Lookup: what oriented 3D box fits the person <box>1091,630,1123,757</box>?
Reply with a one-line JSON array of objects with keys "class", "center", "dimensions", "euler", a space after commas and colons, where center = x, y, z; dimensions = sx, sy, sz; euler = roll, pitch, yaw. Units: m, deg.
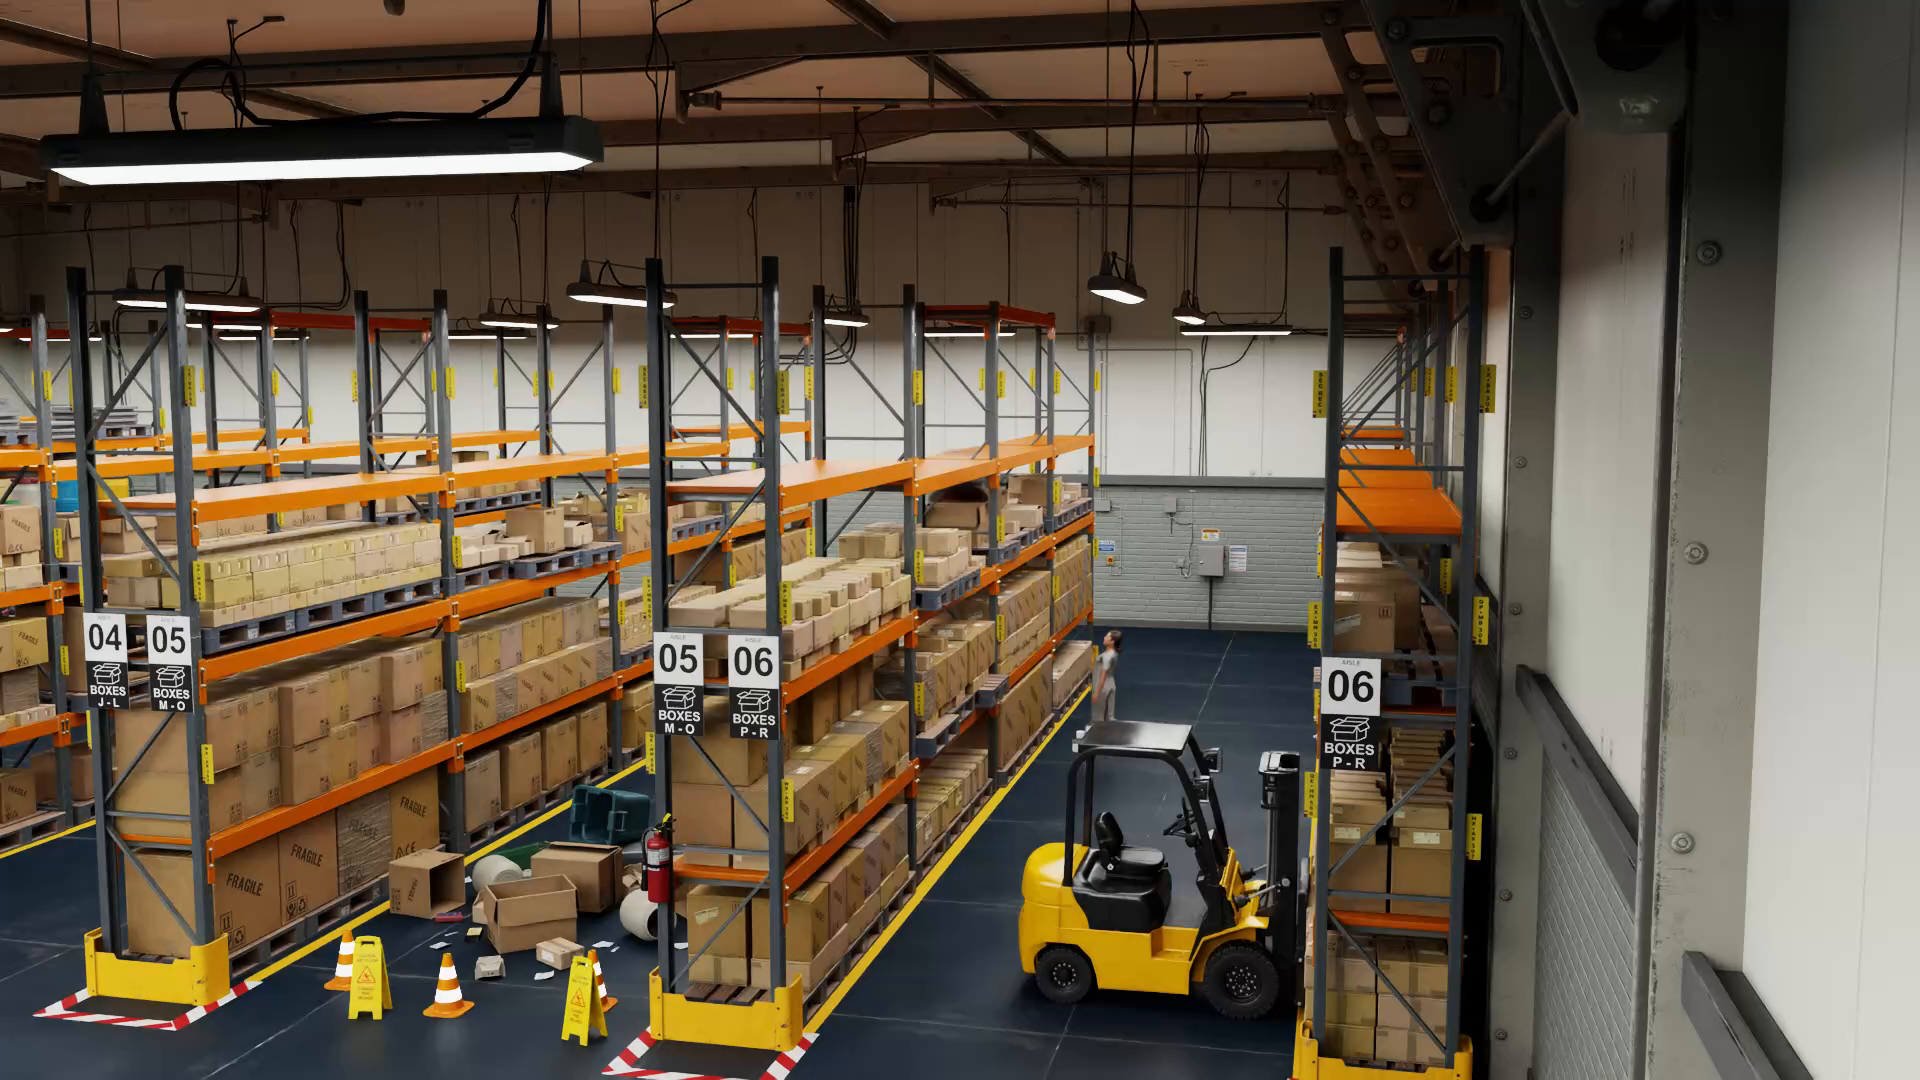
[{"class": "person", "center": [1.860, 1.981, 21.595], "dimensions": [0.466, 1.650, 0.508], "euler": [5, 7, 38]}]

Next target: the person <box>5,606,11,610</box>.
[{"class": "person", "center": [-16.341, 1.375, 28.951], "dimensions": [0.770, 1.738, 1.092], "euler": [1, 6, 10]}]
